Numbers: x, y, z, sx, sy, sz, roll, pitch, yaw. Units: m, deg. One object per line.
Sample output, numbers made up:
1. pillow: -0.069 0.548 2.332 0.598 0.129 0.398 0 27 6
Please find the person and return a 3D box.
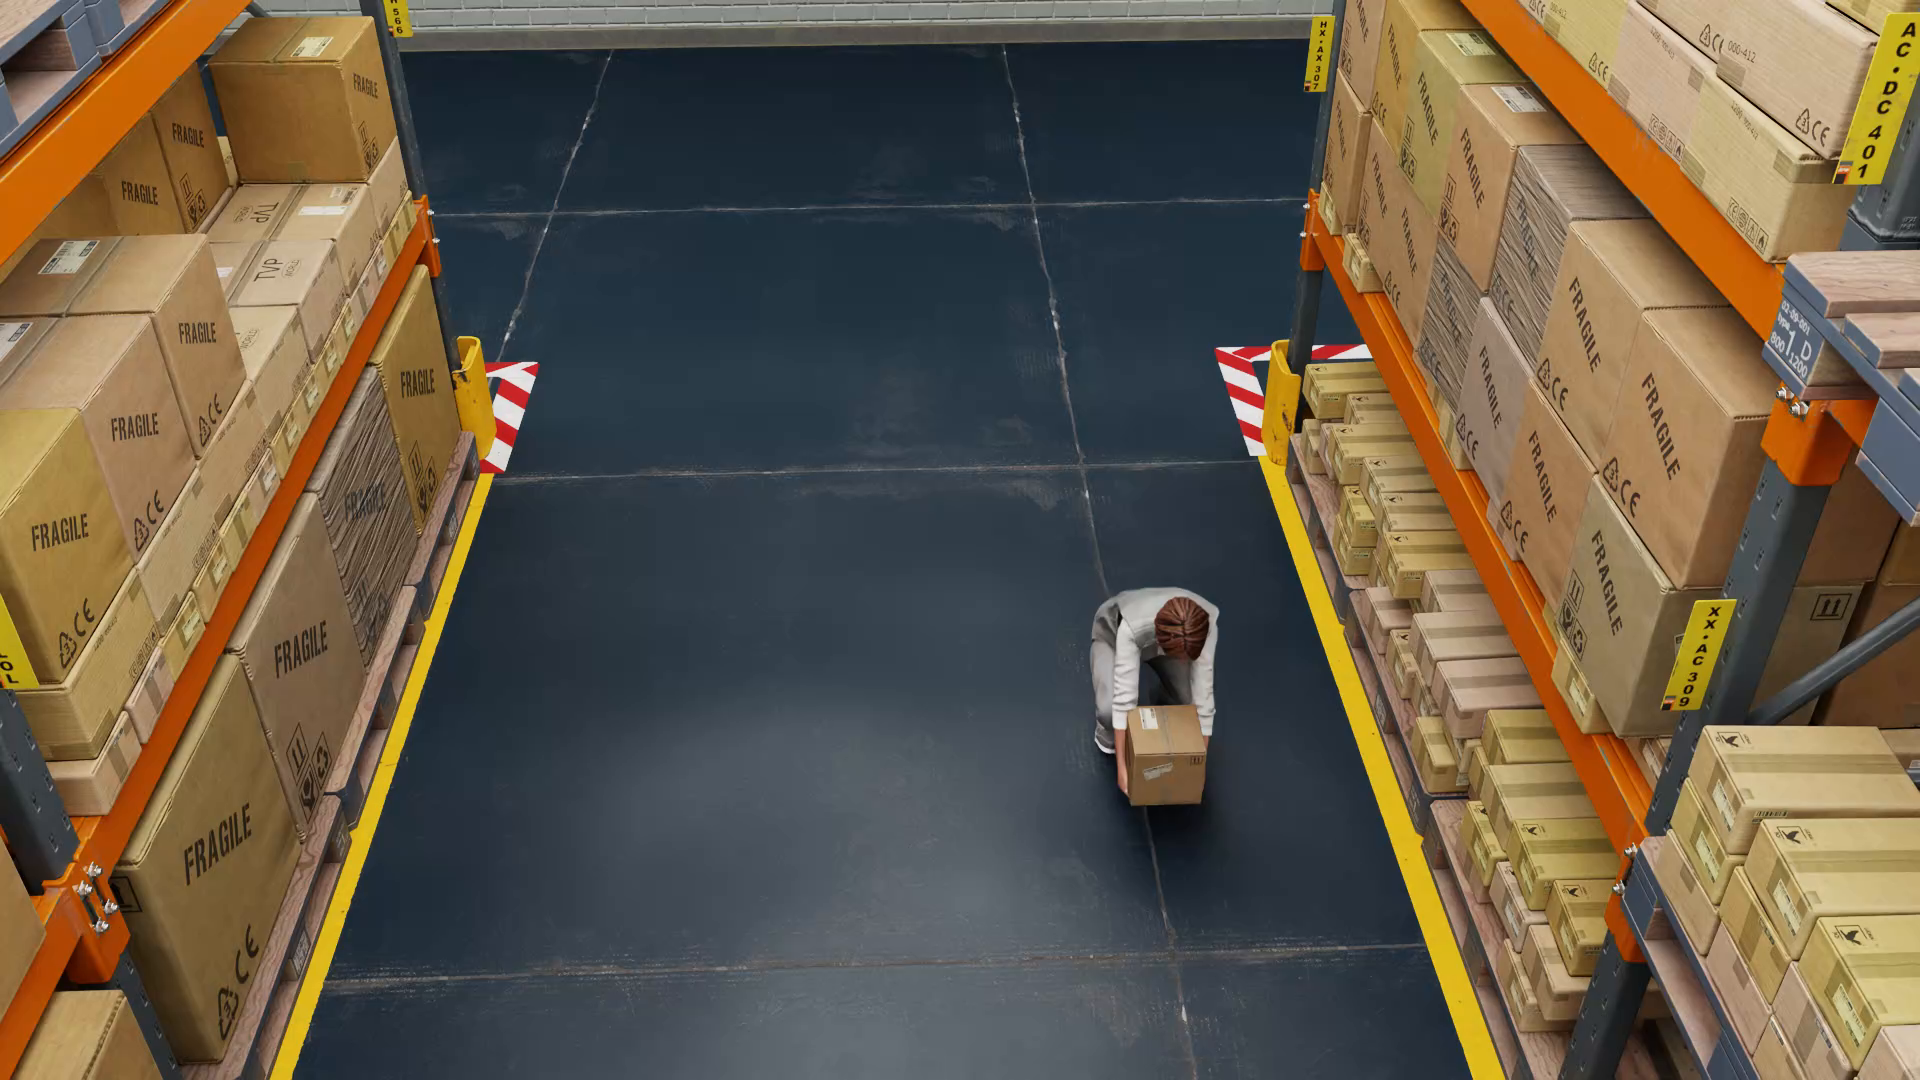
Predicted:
1. person: 0.707 0.469 6.102 0.427 0.908 0.828 -2 36 -3
